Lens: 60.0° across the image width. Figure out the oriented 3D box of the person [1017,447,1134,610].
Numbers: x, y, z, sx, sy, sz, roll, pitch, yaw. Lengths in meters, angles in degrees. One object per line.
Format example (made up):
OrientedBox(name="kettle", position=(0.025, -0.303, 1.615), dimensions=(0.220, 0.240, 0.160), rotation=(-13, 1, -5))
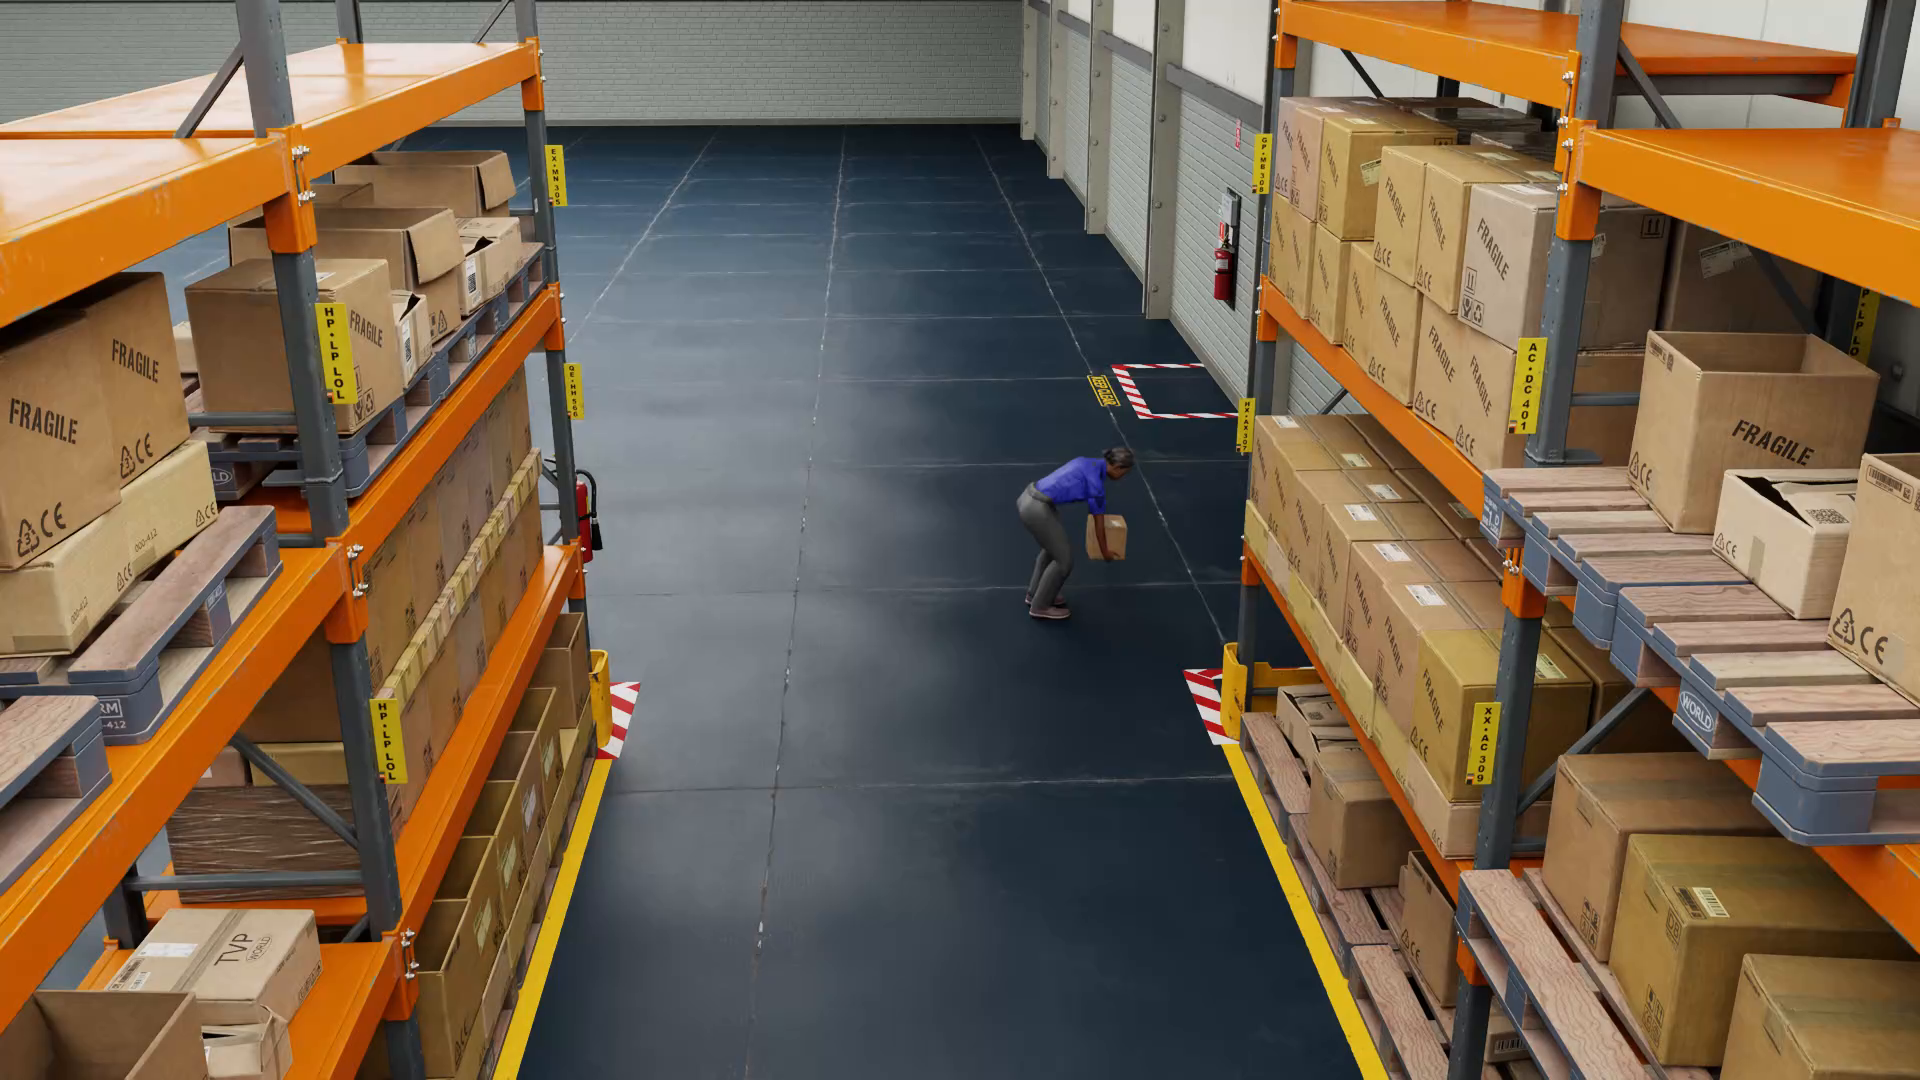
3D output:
OrientedBox(name="person", position=(0.819, -0.098, 11.872), dimensions=(0.824, 1.147, 0.429), rotation=(-2, 21, -5))
